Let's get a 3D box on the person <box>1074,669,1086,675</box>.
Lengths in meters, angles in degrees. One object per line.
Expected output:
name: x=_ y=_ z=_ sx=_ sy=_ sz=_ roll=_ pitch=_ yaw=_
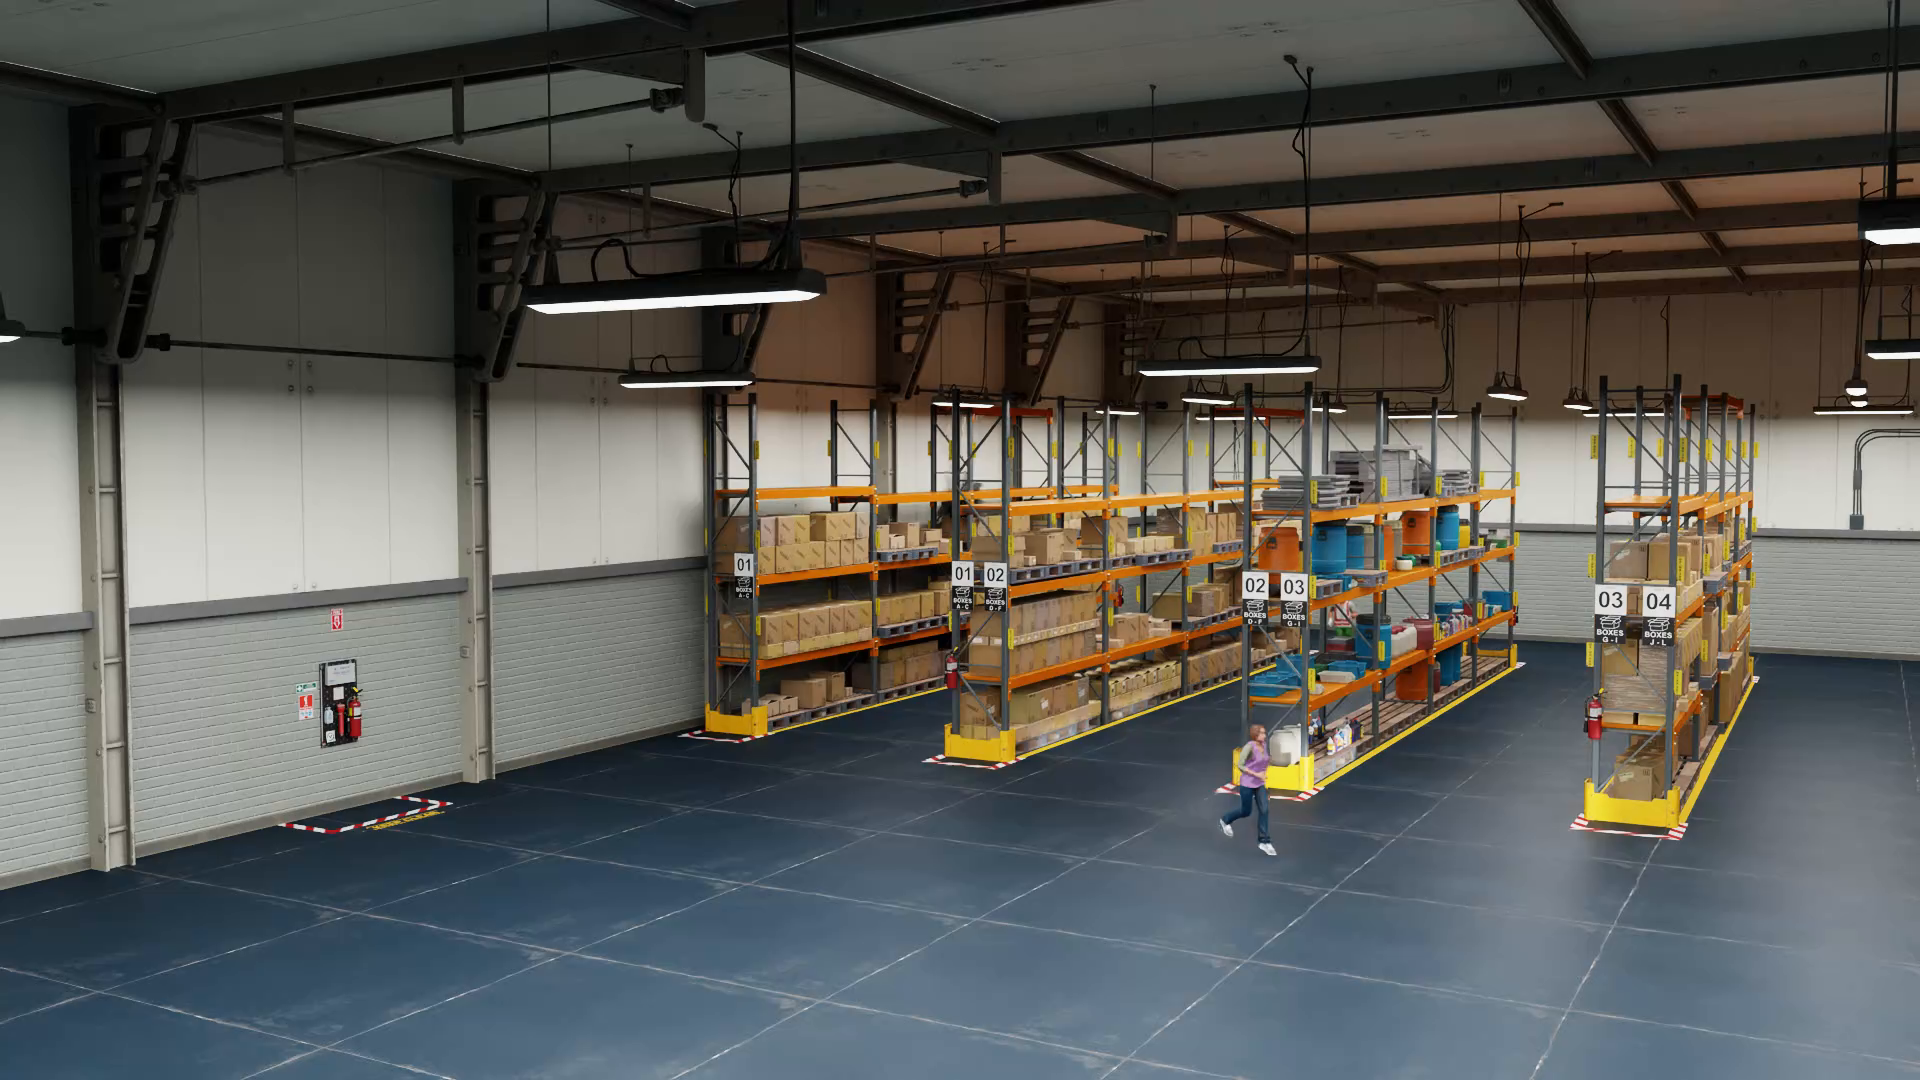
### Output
person: x=2.415 y=2.281 z=34.430 sx=0.742 sy=1.824 sz=1.008 roll=2 pitch=3 yaw=27

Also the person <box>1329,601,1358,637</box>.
person: x=8.847 y=2.043 z=38.436 sx=0.663 sy=1.838 sz=0.774 roll=1 pitch=3 yaw=16

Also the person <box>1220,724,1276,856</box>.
person: x=3.637 y=3.082 z=20.835 sx=0.564 sy=1.591 sz=0.918 roll=-3 pitch=4 yaw=-40
